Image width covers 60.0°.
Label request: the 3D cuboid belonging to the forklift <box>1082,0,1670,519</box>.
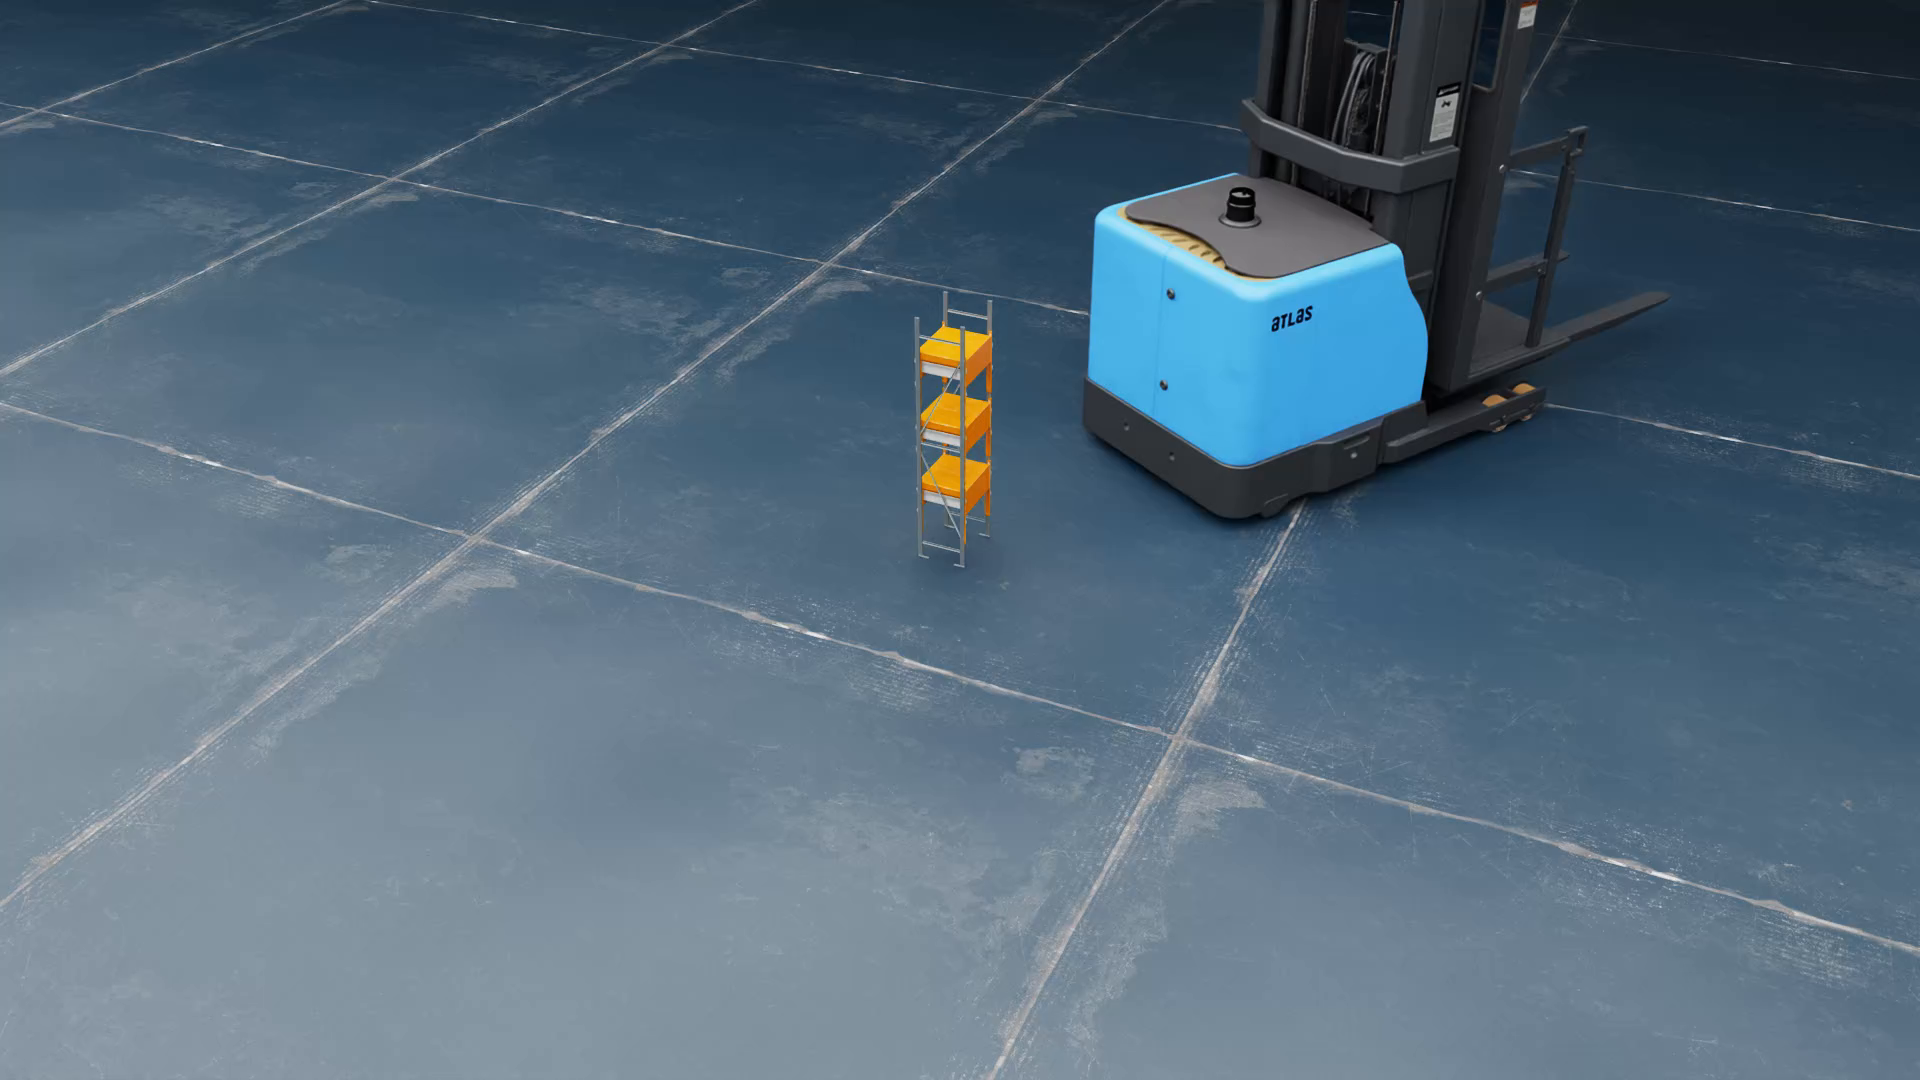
[{"bbox_3d":[2.053,-1.930,7.021,3.031,2.935,1.130,-20,38,-28],"label":"forklift"}]

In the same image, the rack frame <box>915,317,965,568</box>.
[{"bbox_3d":[-0.073,-0.352,6.329,0.200,1.050,0.008,14,36,20],"label":"rack frame"}]

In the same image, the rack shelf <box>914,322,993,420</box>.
[{"bbox_3d":[-0.022,-0.641,6.272,0.215,0.259,0.240,14,36,20],"label":"rack shelf"}]

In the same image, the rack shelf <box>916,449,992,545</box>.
[{"bbox_3d":[-0.022,-0.171,6.580,0.215,0.259,0.240,14,36,20],"label":"rack shelf"}]

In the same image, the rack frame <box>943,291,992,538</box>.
[{"bbox_3d":[0.029,-0.473,6.514,0.200,1.050,0.008,14,36,20],"label":"rack frame"}]

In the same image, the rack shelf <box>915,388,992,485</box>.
[{"bbox_3d":[-0.022,-0.404,6.427,0.215,0.259,0.240,14,36,20],"label":"rack shelf"}]

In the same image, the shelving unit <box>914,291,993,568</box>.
[{"bbox_3d":[-0.022,-0.412,6.421,0.215,1.050,0.252,14,36,20],"label":"shelving unit"}]
